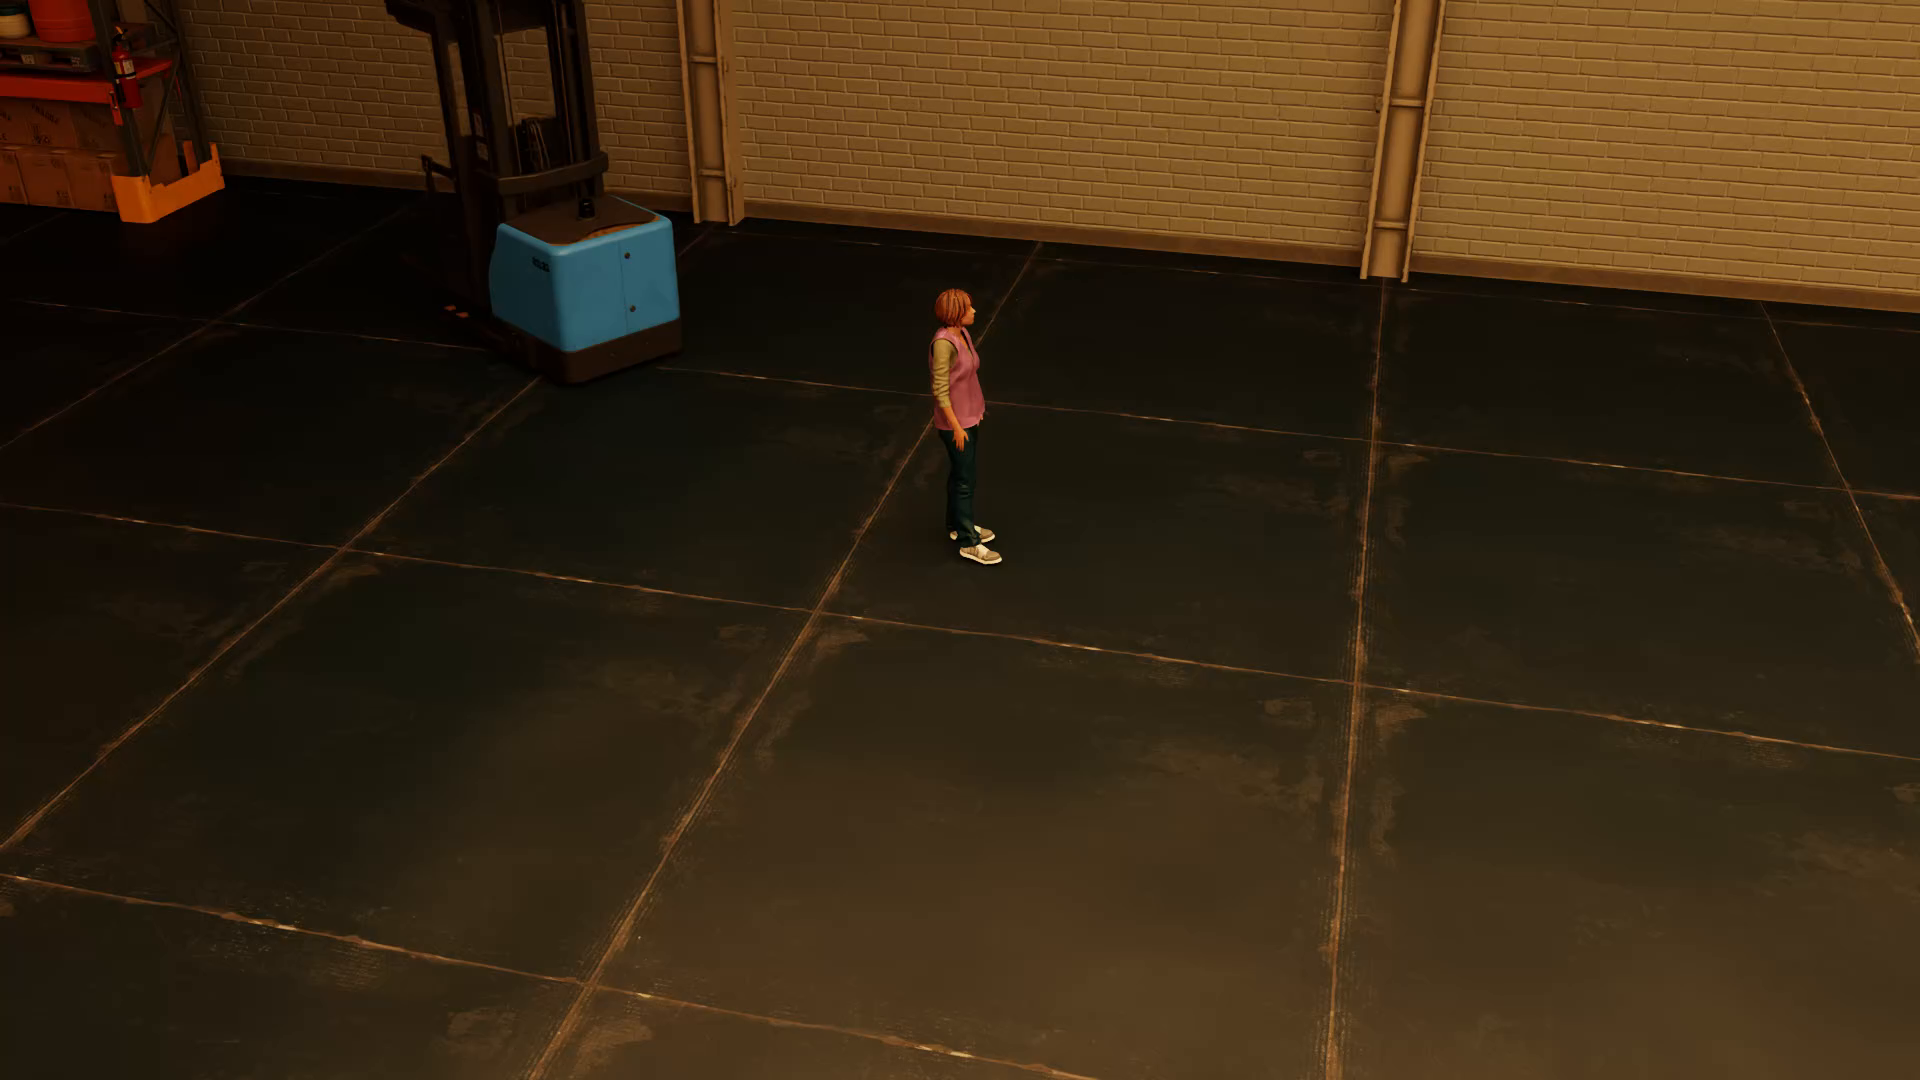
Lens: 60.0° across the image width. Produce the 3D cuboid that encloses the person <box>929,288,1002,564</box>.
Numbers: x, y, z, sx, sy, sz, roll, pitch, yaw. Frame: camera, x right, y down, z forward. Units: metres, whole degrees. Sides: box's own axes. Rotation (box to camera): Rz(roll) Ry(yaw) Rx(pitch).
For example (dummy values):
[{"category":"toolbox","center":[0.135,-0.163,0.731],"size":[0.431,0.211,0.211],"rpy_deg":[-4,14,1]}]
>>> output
[{"category":"person","center":[0.068,-0.686,9.719],"size":[0.476,1.597,0.520],"rpy_deg":[7,30,12]}]

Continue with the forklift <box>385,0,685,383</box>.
[{"category":"forklift","center":[-3.460,-3.043,12.542],"size":[1.130,2.935,3.031],"rpy_deg":[-25,38,-37]}]
